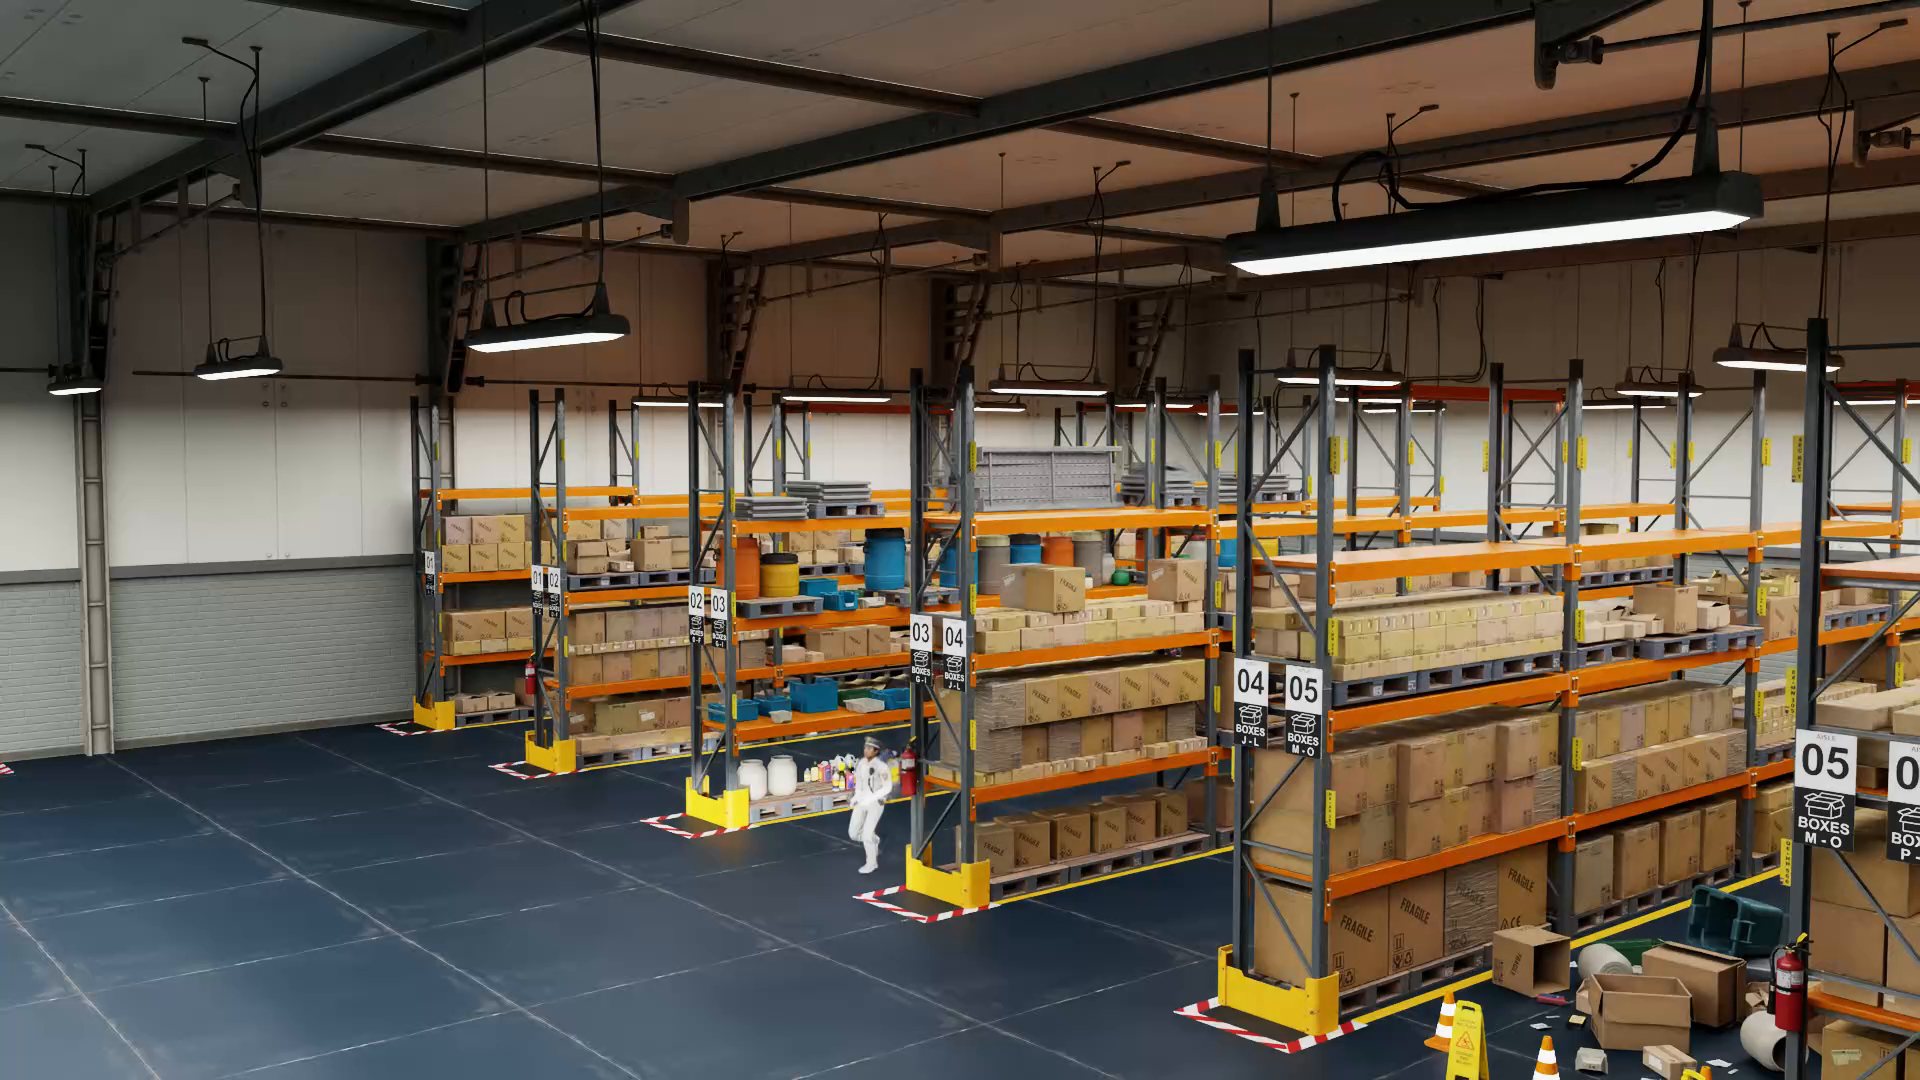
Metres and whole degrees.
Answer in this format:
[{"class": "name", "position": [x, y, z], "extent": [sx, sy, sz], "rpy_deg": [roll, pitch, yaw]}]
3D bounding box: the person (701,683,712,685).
[{"class": "person", "position": [-4.661, 2.624, 30.085], "extent": [0.523, 1.551, 0.578], "rpy_deg": [3, 4, 41]}]

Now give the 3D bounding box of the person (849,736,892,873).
[{"class": "person", "position": [-1.087, 3.172, 19.984], "extent": [0.593, 1.654, 0.536], "rpy_deg": [3, 4, 39]}]

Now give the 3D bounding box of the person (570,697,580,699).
[{"class": "person", "position": [-6.609, 2.728, 28.369], "extent": [0.574, 1.535, 0.543], "rpy_deg": [-3, 4, -41]}]
